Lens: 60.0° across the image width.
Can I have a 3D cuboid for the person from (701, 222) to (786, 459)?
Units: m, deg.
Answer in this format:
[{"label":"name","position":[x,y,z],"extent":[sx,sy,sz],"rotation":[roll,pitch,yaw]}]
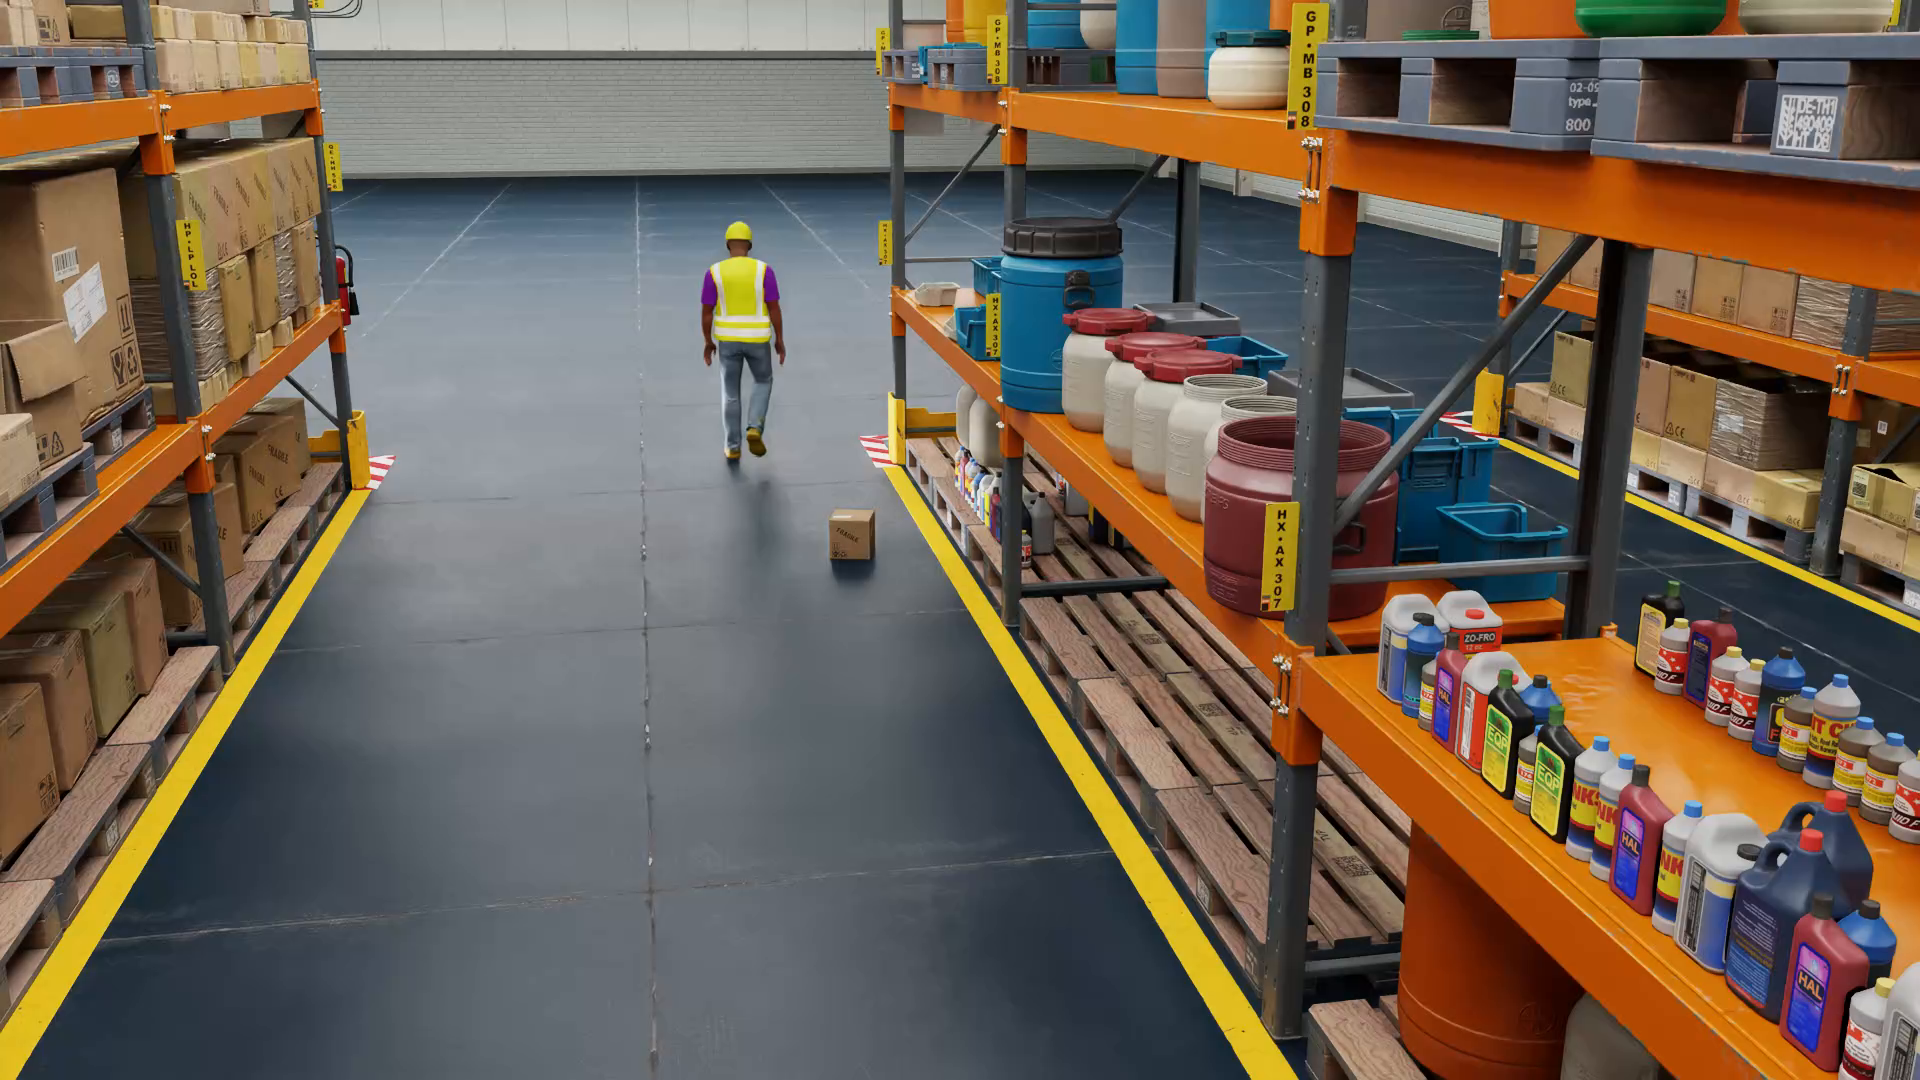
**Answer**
[{"label":"person","position":[-1.633,-1.504,12.579],"extent":[0.621,1.779,0.448],"rotation":[-2,16,-6]}]
